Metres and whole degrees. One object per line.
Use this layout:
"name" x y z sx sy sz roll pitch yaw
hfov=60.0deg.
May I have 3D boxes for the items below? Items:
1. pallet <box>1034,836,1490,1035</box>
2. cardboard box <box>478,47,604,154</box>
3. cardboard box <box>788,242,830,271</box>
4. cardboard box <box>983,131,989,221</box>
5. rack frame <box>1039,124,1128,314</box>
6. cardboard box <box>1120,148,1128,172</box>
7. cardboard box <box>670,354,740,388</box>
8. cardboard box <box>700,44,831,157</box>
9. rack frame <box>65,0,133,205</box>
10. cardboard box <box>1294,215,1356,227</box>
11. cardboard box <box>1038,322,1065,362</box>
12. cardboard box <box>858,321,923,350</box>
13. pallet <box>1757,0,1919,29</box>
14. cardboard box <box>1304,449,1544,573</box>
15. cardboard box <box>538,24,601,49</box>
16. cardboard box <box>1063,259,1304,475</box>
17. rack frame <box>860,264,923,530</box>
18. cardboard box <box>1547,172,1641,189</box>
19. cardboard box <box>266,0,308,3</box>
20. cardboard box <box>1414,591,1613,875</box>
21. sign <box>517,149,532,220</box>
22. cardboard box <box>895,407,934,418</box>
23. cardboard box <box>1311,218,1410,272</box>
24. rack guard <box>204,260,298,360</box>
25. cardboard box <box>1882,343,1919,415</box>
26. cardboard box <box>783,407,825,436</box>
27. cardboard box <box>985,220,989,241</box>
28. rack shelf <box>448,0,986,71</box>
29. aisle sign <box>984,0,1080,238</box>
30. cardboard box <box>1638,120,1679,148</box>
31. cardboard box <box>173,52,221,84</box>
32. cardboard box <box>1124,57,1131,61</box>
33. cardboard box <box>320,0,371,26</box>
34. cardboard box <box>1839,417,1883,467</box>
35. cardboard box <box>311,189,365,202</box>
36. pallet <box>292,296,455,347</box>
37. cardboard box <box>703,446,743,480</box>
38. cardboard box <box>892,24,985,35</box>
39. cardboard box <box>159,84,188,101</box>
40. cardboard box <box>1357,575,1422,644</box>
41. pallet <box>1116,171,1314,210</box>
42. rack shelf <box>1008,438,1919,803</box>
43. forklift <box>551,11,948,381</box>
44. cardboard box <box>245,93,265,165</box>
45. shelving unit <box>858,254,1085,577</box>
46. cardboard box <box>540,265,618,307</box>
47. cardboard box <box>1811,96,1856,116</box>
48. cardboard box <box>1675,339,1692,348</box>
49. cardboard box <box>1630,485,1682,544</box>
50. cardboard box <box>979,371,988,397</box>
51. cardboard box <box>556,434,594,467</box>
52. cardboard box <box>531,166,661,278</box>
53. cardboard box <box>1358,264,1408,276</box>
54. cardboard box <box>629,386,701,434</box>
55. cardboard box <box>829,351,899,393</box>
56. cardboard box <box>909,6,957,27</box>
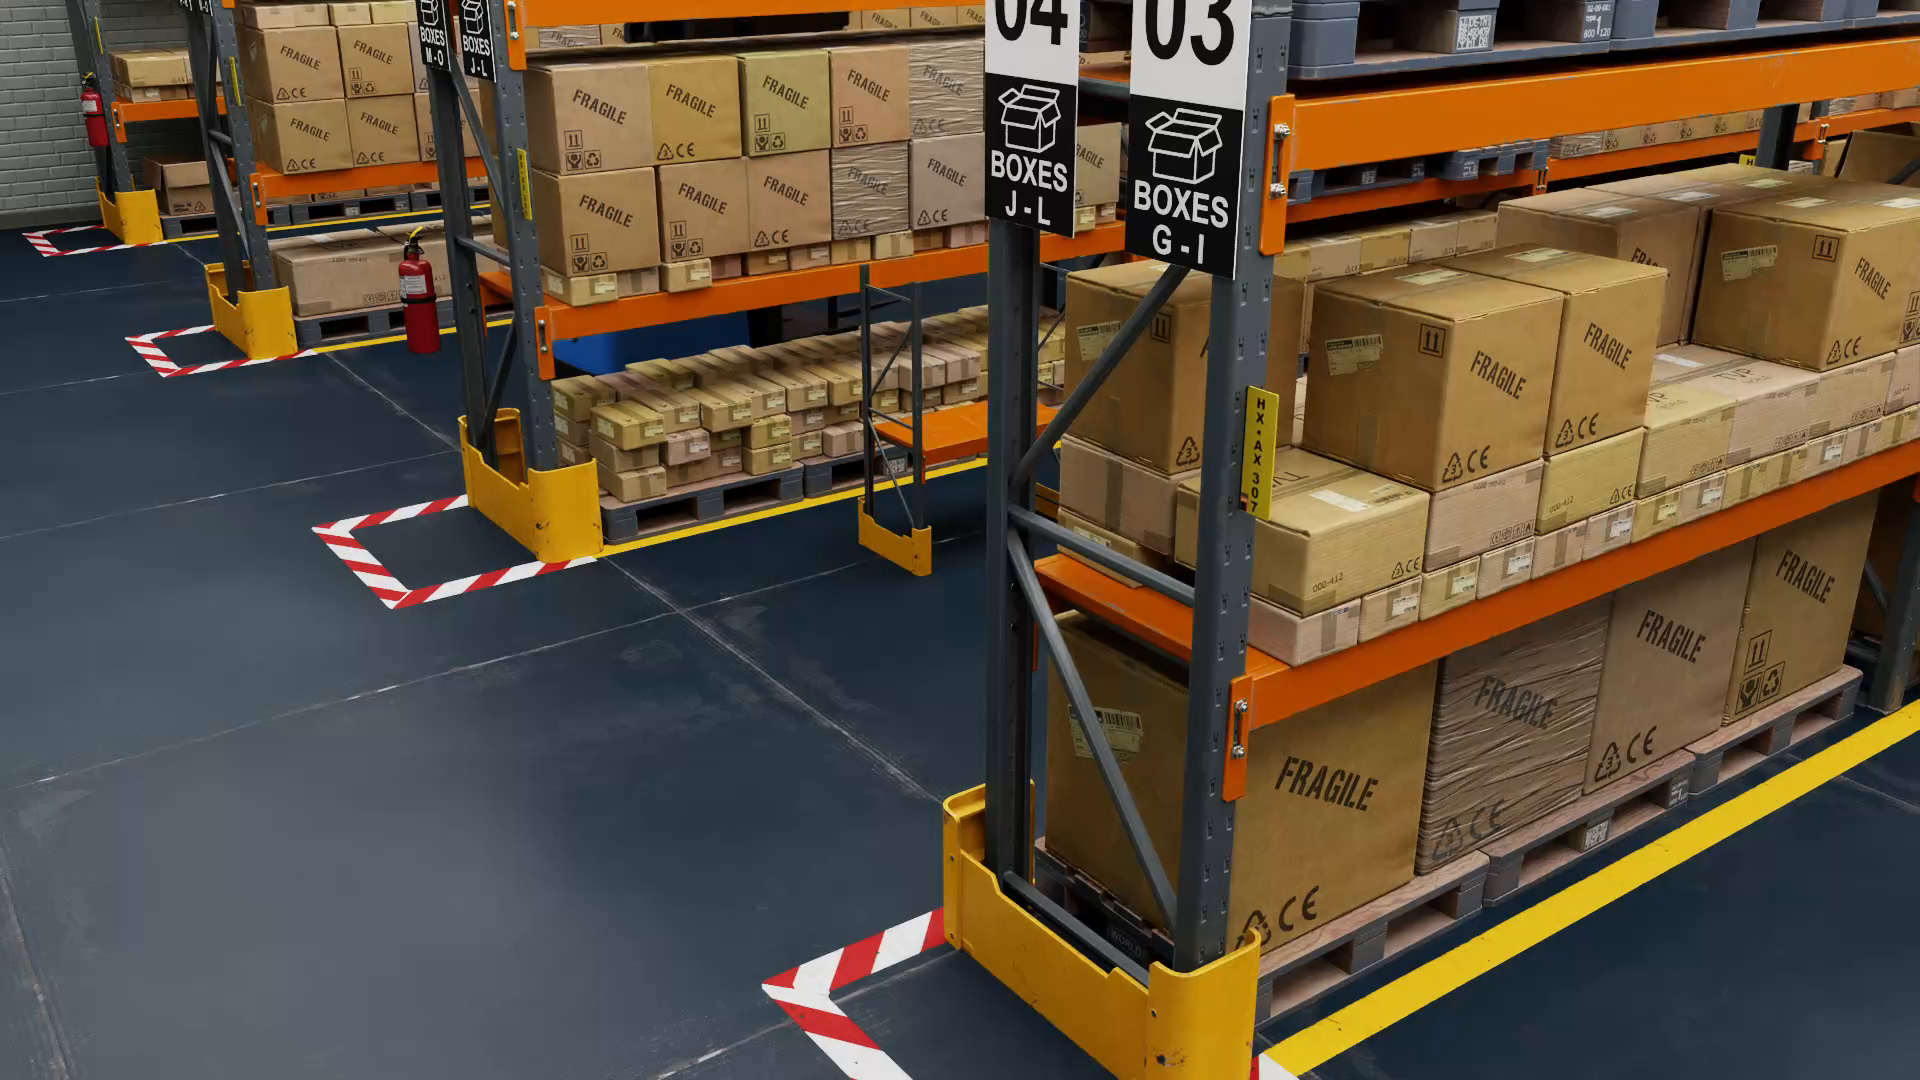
"pallet" 1.023 1.157 5.713 1.213 0.211 1.003 -15 26 -33
"cardboard box" -2.169 -2.279 8.675 0.500 0.500 0.500 -16 27 -34
"cardboard box" -0.927 -1.614 9.233 0.250 0.149 0.380 -16 27 -34
"cardboard box" 0.202 -2.205 9.838 0.500 0.500 0.500 -16 27 -34
"rack frame" 0.852 -2.322 10.668 0.127 3.000 1.000 -15 26 -33
"cardboard box" 1.058 -2.546 11.001 0.250 0.149 0.380 -16 27 -34
"cardboard box" -1.493 -0.963 9.739 0.250 0.149 0.380 -16 27 -35
"cardboard box" -1.035 -2.339 8.826 0.500 0.500 0.500 -16 27 -34
"rack frame" -8.270 -4.416 15.916 0.127 3.000 1.000 -15 26 -33
"cardboard box" 2.577 -2.281 12.359 0.500 0.250 0.500 -15 26 -32
"cardboard box" 0.531 -1.247 10.450 0.250 0.149 0.380 -15 26 -32
"cardboard box" -0.436 -1.252 10.463 0.250 0.149 0.380 -14 26 -32
"pallet" 2.996 -1.986 5.898 1.213 0.211 1.003 -15 26 -33
"cardboard box" 1.385 -0.148 5.020 0.500 0.250 0.500 -15 26 -33
"cardboard box" -3.167 -3.894 13.125 0.500 0.500 0.500 -15 26 -32
"cardboard box" 0.661 -0.543 5.000 0.500 0.500 0.500 -15 26 -32
"rack frame" -0.343 -0.605 8.389 0.032 1.500 0.500 -15 26 -33
"cardboard box" 5.353 -2.633 13.916 0.750 0.750 1.050 -14 26 -32
"cardboard box" -5.002 -3.936 12.353 0.250 0.149 0.380 -14 26 -32
"cardboard box" 1.631 0.490 5.921 0.875 0.875 0.875 -15 26 -33
"sign" -2.078 -1.695 7.929 0.005 0.325 0.100 -15 26 -33
"cardboard box" -0.359 -0.745 9.997 0.250 0.149 0.380 -14 26 -32
"cardboard box" 2.871 -2.125 11.969 0.500 0.250 0.500 -14 26 -32
"rack guard" -5.388 -1.757 12.626 0.348 0.500 1.175 -15 26 -33
"cardboard box" 3.461 -0.702 6.409 0.500 0.250 0.500 -15 26 -34
"cardboard box" -0.986 -0.732 9.563 0.250 0.149 0.380 -16 27 -35
"cardboard box" 0.110 -1.909 9.973 0.250 0.149 0.380 -16 27 -34
"rack shelf" -0.772 -2.948 9.160 4.000 0.370 1.077 -15 26 -33
"aisle sign" 0.186 -1.224 4.409 0.004 0.787 0.394 -15 26 -33
"cardboard box" 5.441 -3.470 13.410 0.500 0.500 0.500 -15 26 -33
"cardboard box" -7.335 -4.611 16.205 0.500 0.250 0.500 -15 26 -32
"cardboard box" 1.498 -4.748 16.520 0.250 0.149 0.380 -17 27 -36
"cardboard box" -4.469 -3.829 12.085 0.250 0.149 0.380 -14 26 -31
"cardboard box" 3.193 -0.415 6.229 0.250 0.149 0.380 -15 26 -34
"cardboard box" -6.514 -3.812 17.207 0.500 0.500 0.500 -14 26 -32
"pallet" -4.765 -1.825 13.185 1.213 0.211 1.003 -15 26 -33
"cardboard box" -1.421 -0.481 9.335 0.250 0.149 0.380 -15 26 -32
"cardboard box" -0.069 -2.830 10.055 0.500 0.500 0.500 -16 27 -34
"cardboard box" -7.664 -4.357 16.106 0.250 0.149 0.380 -14 26 -32
"cardboard box" 1.108 0.141 4.834 0.250 0.149 0.380 -15 26 -34
"pallet" 1.557 -2.354 11.008 1.213 0.211 1.003 -15 26 -33
"rack shelf" 2.043 -0.041 5.922 4.000 0.370 1.077 -15 26 -33
"forklift" -1.414 -2.586 11.422 3.031 2.935 1.130 -18 28 -38
"cardboard box" -5.131 -3.154 12.618 0.500 0.500 0.500 -15 26 -33
"shelving unit" 0.062 -0.713 8.660 1.083 1.500 0.587 -15 26 -33
"cardboard box" -1.941 -1.311 8.473 0.250 0.149 0.380 -15 26 -33
"cardboard box" 7.638 -4.207 15.189 0.550 0.550 0.875 -15 26 -33
"cardboard box" 2.725 -0.747 6.523 0.500 0.250 0.500 -15 26 -33
"cardboard box" 2.148 -0.136 5.530 0.250 0.149 0.380 -16 27 -34
"cardboard box" 0.101 -1.017 10.276 0.250 0.149 0.380 -15 26 -32
"cardboard box" -2.090 -0.504 9.391 0.250 0.149 0.380 -14 26 -32
"cardboard box" -1.870 -1.655 8.460 0.500 0.500 0.500 -14 25 -30
"cardboard box" 2.874 -1.770 12.091 0.500 0.500 0.500 -16 27 -35
"cardboard box" -1.618 -0.710 9.107 0.250 0.149 0.380 -14 26 -32
"cardboard box" -0.567 -0.989 9.804 0.250 0.149 0.380 -15 26 -33
"cardboard box" -0.375 -4.649 15.015 0.500 0.500 0.500 -15 26 -34
